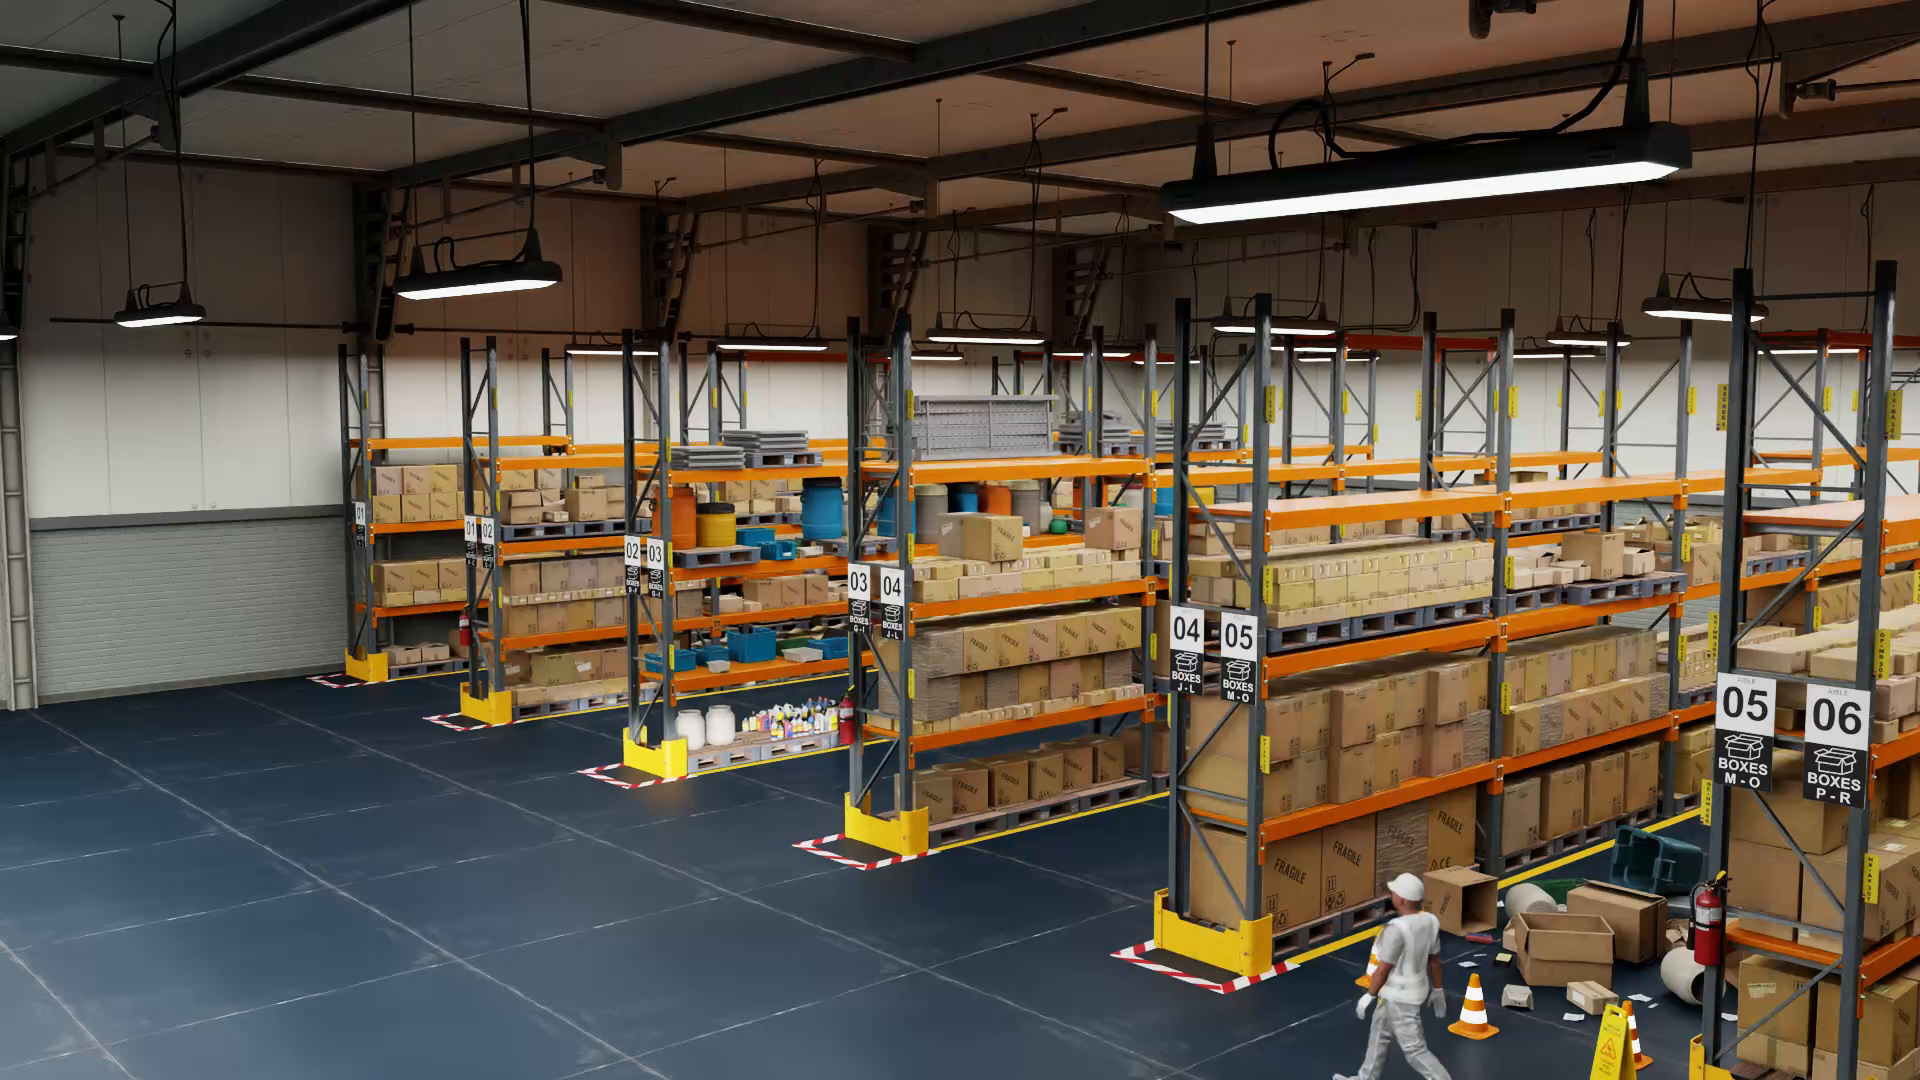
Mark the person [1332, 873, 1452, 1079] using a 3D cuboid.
[{"bbox_3d":[3.123,3.211,11.838,1.027,1.699,0.518,3,6,27],"label":"person"}]

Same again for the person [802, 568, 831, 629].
[{"bbox_3d":[-2.927,1.203,34.502,0.621,1.804,0.611,5,7,41],"label":"person"}]
